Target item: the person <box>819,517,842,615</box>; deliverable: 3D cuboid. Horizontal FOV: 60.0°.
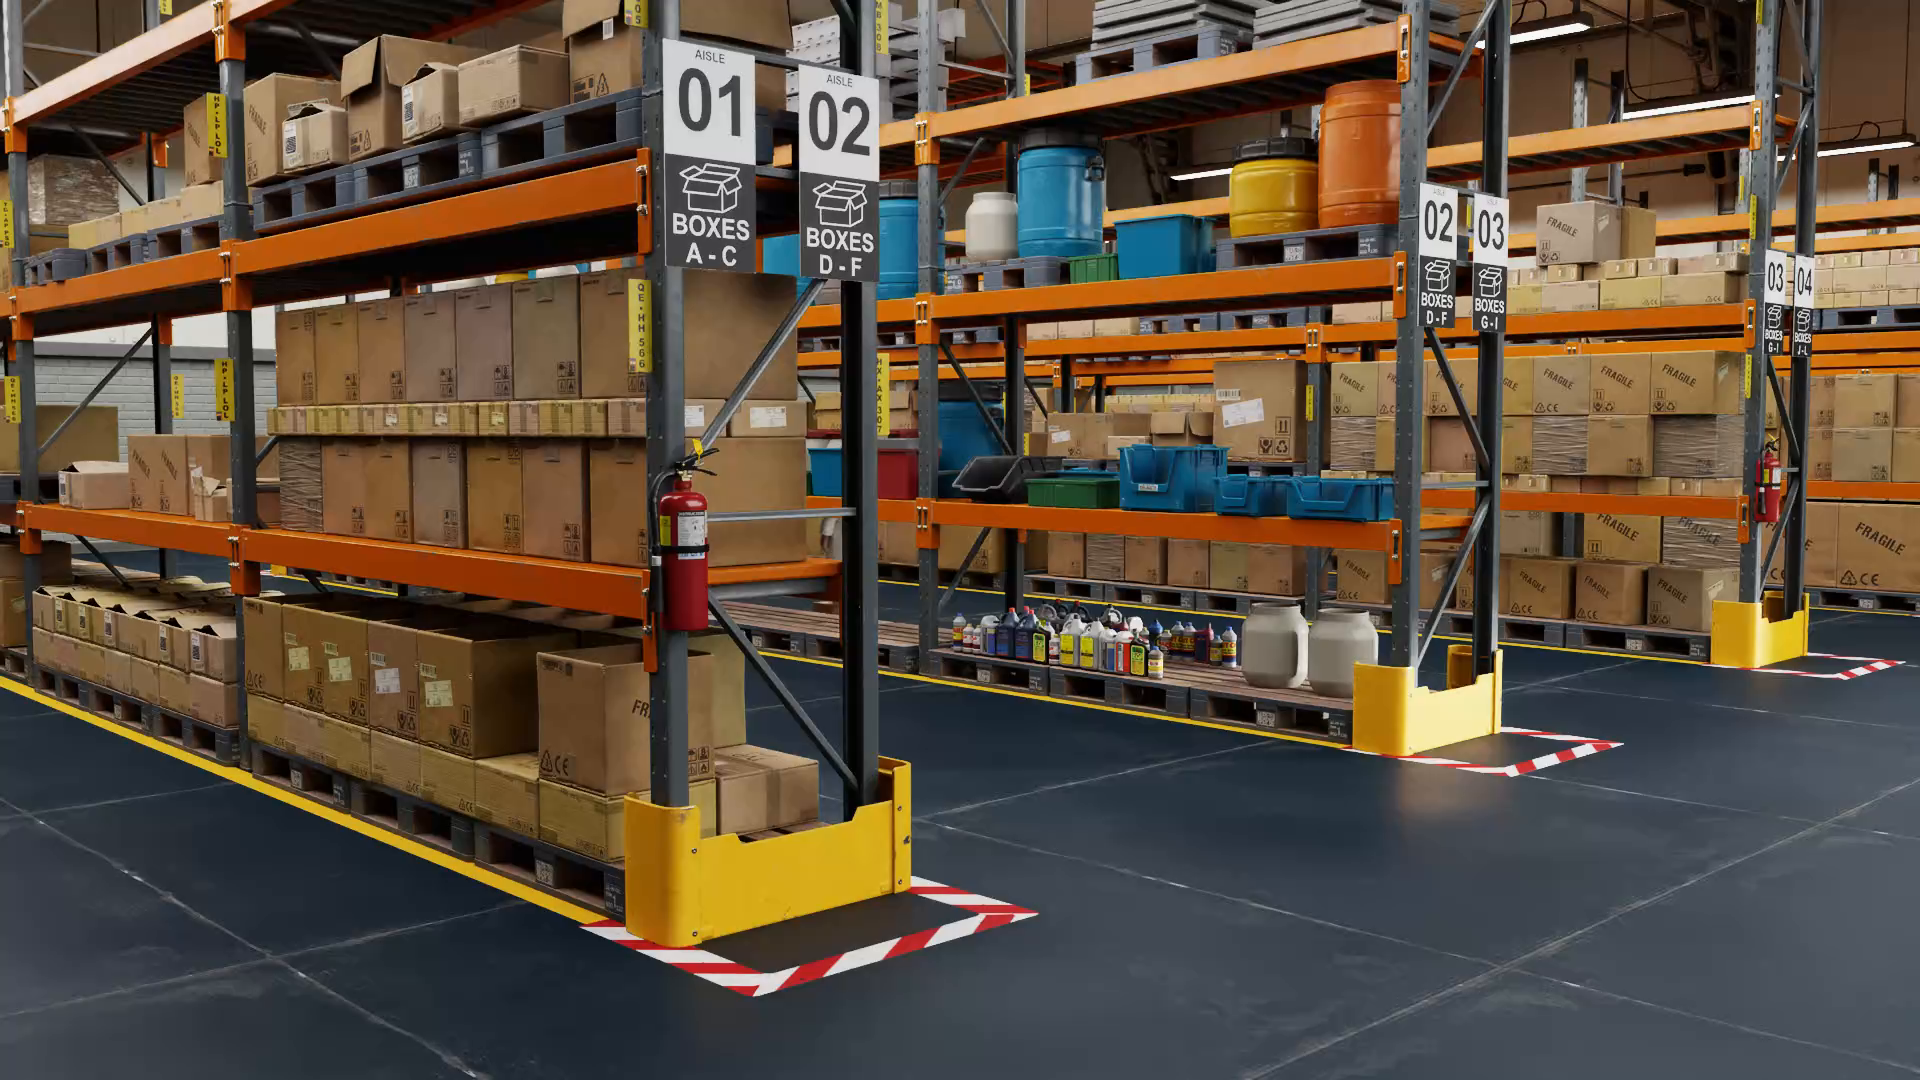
[{"bbox_3d":[-1.008,-0.052,15.005,0.421,1.774,0.654,4,5,43],"label":"person"}]
